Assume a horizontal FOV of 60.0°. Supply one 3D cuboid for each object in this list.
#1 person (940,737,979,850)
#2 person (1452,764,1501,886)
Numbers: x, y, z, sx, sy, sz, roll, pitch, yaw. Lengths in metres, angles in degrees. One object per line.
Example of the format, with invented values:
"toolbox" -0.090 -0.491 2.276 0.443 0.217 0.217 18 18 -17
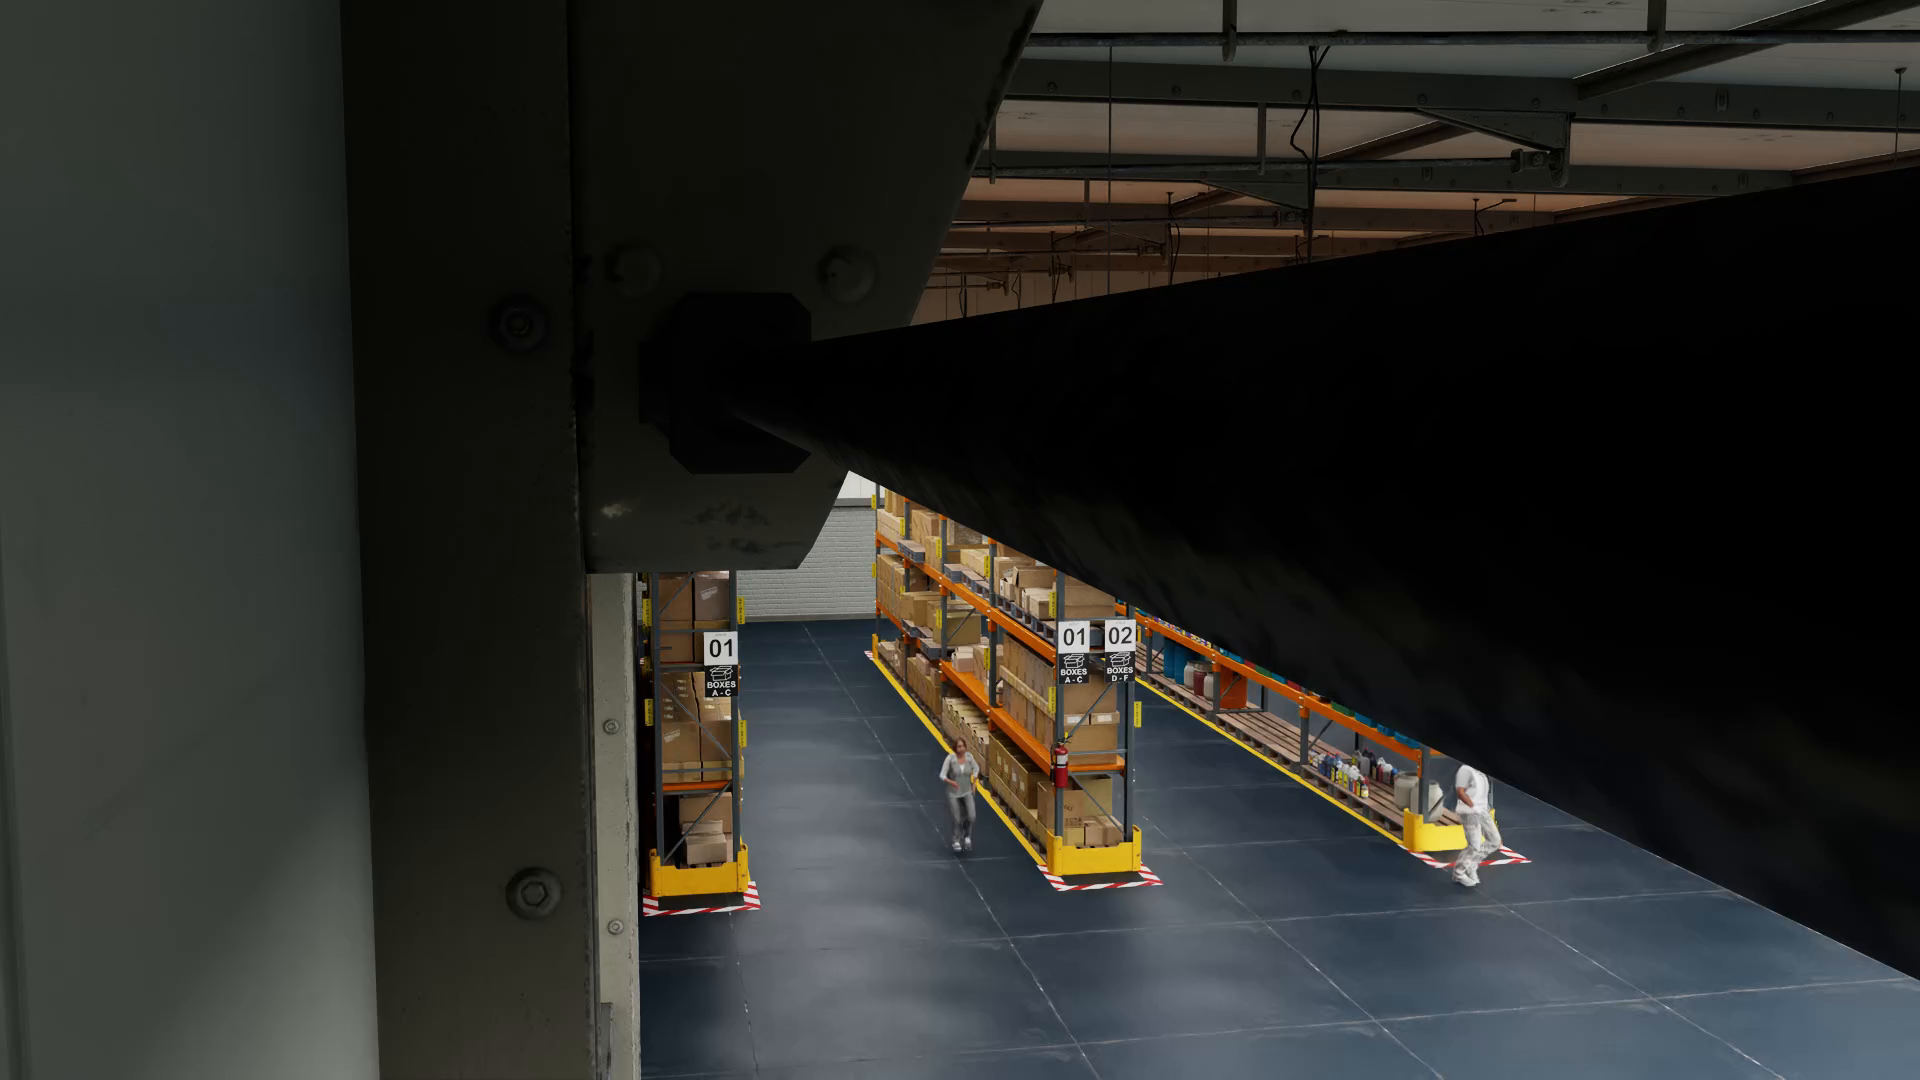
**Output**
"person" 0.011 3.326 21.684 0.559 1.552 0.648 -1 6 -12
"person" 6.380 3.368 20.495 0.569 1.728 0.747 5 8 41
